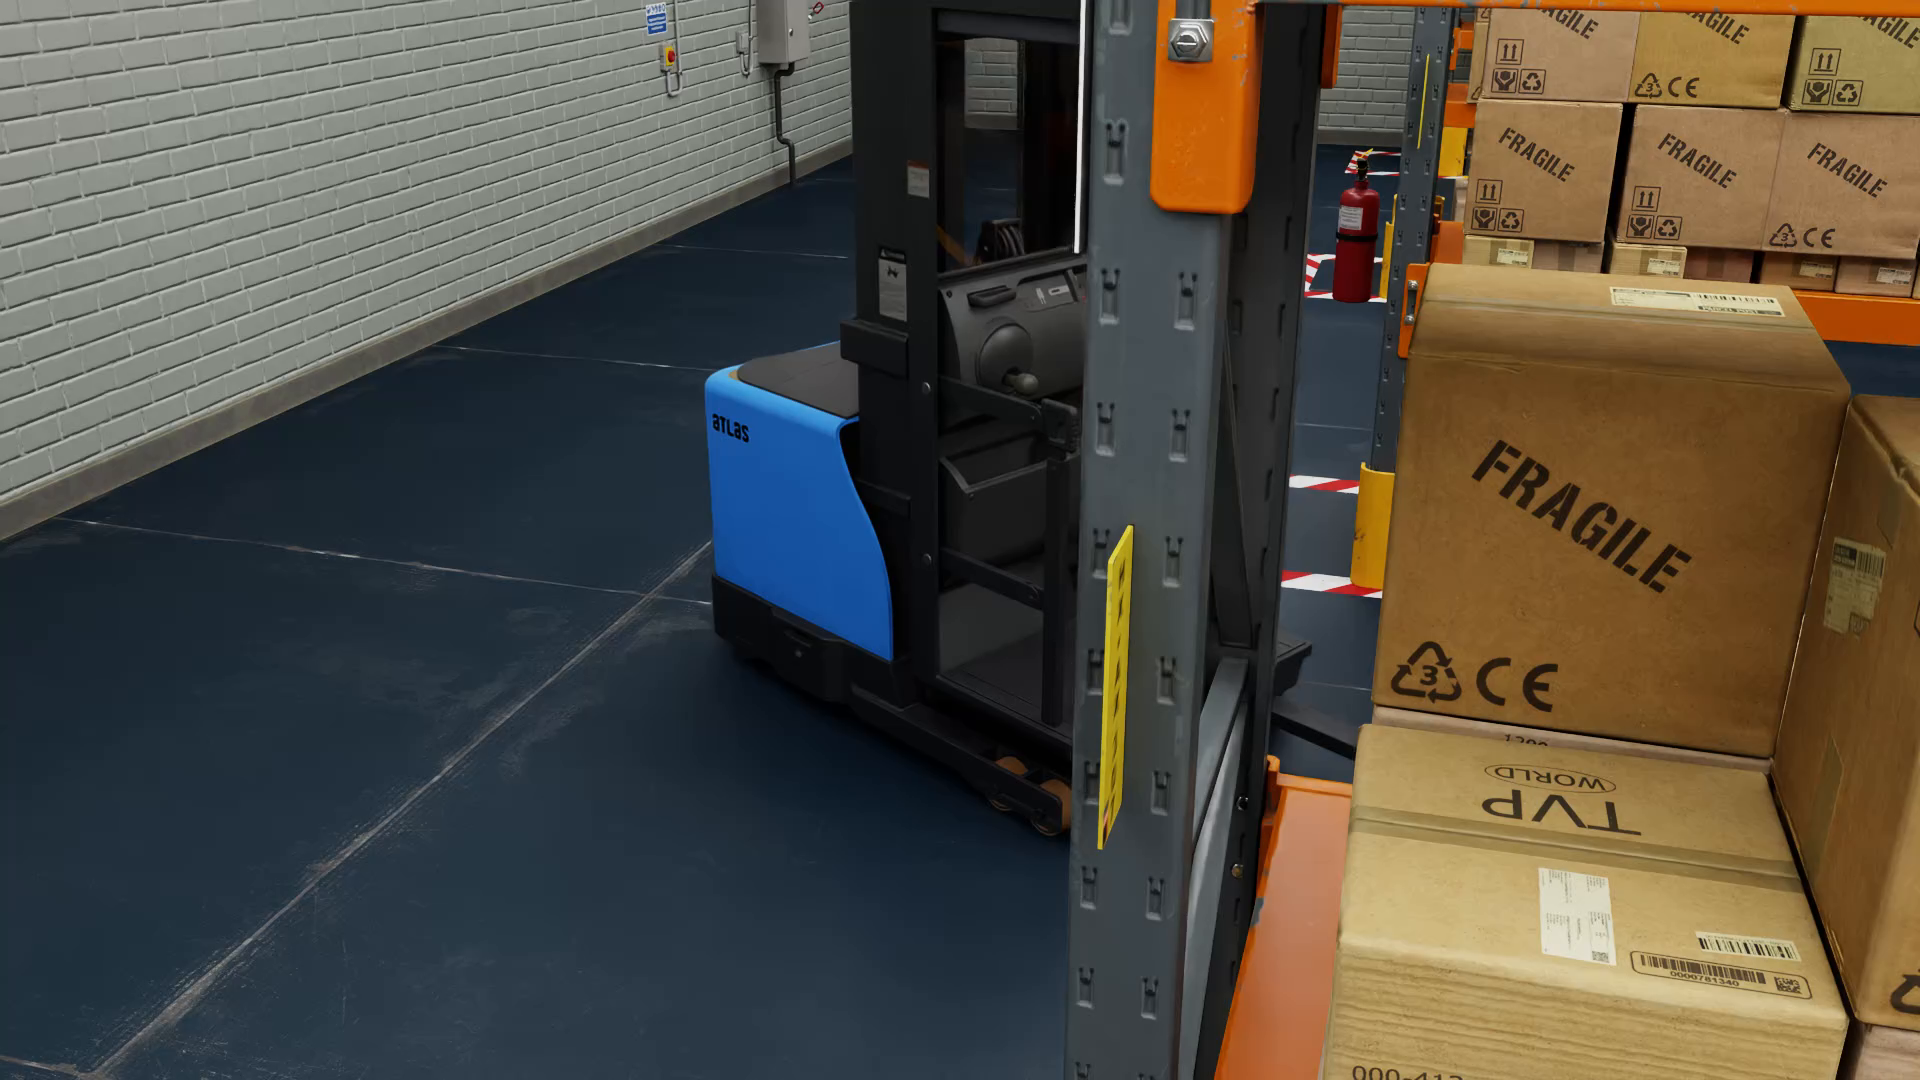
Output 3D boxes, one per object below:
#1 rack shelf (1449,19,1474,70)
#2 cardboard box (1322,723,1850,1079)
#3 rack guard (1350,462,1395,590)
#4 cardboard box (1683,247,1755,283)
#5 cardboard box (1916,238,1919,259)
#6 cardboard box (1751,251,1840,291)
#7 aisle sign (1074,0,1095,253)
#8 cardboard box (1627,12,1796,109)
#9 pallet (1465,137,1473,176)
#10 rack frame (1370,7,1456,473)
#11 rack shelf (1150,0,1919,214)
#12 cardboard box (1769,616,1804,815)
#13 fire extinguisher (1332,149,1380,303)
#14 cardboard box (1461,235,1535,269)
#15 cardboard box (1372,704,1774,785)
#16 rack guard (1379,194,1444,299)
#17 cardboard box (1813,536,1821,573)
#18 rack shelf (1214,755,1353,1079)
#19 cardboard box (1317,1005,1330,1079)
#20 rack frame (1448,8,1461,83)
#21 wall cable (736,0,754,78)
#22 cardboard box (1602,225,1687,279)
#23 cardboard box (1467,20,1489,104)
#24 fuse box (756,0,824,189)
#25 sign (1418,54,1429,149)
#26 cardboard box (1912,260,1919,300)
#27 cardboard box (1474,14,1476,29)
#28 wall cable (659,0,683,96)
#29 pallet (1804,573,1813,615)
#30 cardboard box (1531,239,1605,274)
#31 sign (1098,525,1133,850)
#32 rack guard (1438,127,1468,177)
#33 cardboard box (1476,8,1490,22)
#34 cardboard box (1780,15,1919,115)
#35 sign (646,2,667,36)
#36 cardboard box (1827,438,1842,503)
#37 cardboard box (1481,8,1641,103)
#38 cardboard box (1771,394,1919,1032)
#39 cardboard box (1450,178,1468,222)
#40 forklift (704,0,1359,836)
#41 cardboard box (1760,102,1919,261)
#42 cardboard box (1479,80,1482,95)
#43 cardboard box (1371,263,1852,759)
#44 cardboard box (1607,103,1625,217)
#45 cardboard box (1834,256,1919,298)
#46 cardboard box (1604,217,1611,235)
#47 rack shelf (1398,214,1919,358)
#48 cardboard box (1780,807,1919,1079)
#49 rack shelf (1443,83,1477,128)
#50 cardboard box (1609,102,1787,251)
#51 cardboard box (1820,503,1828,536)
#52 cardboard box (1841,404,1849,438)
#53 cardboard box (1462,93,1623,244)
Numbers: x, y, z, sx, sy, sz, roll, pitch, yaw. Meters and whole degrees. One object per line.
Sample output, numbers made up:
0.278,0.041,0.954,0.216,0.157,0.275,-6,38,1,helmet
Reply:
6.532,-4.463,15.146,4.000,0.370,1.077,7,23,16,rack shelf
0.706,0.472,1.973,0.500,0.250,0.500,6,23,14,cardboard box
1.927,-0.237,7.189,0.348,0.500,1.175,7,23,16,rack guard
2.855,-1.091,6.307,0.250,0.149,0.380,8,24,18,cardboard box
3.679,-1.275,5.902,0.500,0.500,0.500,6,23,14,cardboard box
3.108,-1.052,6.213,0.250,0.149,0.380,6,23,15,cardboard box
0.169,-0.712,1.629,0.004,0.787,0.394,7,23,16,aisle sign
2.692,-1.850,5.986,0.500,0.500,0.500,7,23,17,cardboard box
5.454,-3.630,15.841,1.213,0.211,1.003,7,23,16,pallet
1.854,-1.402,6.735,0.127,3.000,1.000,7,23,16,rack frame
2.240,-0.447,1.402,4.000,0.370,1.077,7,23,16,rack shelf
1.351,0.333,2.310,0.500,0.250,0.500,6,23,15,cardboard box
1.746,-1.389,7.297,0.183,0.674,0.296,7,23,16,fire extinguisher
2.070,-1.131,6.406,0.250,0.149,0.380,6,23,15,cardboard box
0.865,0.278,2.446,0.500,0.250,0.500,6,23,15,cardboard box
3.164,-2.058,11.627,0.348,0.500,1.175,7,23,16,rack guard
3.262,-0.019,6.566,0.250,0.149,0.380,7,23,16,cardboard box
2.240,0.941,1.971,4.000,0.370,1.077,7,23,16,rack shelf
0.569,0.664,2.029,0.250,0.149,0.380,7,23,16,cardboard box
4.618,-5.015,15.544,0.127,3.000,1.000,7,23,16,rack frame
-1.819,-4.808,13.699,0.122,1.984,0.588,7,23,16,wall cable
2.567,-1.069,6.255,0.250,0.149,0.380,6,23,14,cardboard box
3.564,-3.101,10.745,0.500,0.500,0.500,6,23,15,cardboard box
-1.471,-3.972,14.699,0.414,1.711,0.539,7,23,16,fuse box
1.698,-1.605,6.090,0.005,0.325,0.100,7,23,16,sign
3.578,-0.979,6.034,0.250,0.149,0.380,7,23,17,cardboard box
4.853,-4.763,15.261,0.250,0.149,0.380,6,23,15,cardboard box
-2.218,-4.306,12.434,0.123,1.953,0.585,7,23,16,wall cable
3.859,0.133,6.668,1.213,0.211,1.003,7,23,16,pallet
2.325,-1.118,6.374,0.250,0.149,0.380,7,23,17,cardboard box
0.159,0.153,1.699,0.005,0.325,0.100,7,23,16,sign
4.690,-3.850,15.998,0.348,0.500,1.175,7,23,16,rack guard
3.565,-3.564,10.557,0.500,0.500,0.500,6,23,14,cardboard box
3.184,-1.785,5.827,0.500,0.500,0.500,6,23,14,cardboard box
-2.290,-3.935,12.555,0.001,0.218,0.327,7,23,16,sign
3.285,-0.280,6.419,0.250,0.149,0.380,7,23,18,cardboard box
2.207,-1.903,6.115,0.500,0.500,0.500,6,23,15,cardboard box
1.185,0.180,1.697,0.500,0.500,0.500,6,23,14,cardboard box
3.848,-2.184,11.465,0.875,0.438,0.875,6,23,14,cardboard box
0.452,-0.675,5.054,1.130,2.935,3.031,-20,29,-39,forklift
3.189,-1.328,6.032,0.500,0.500,0.500,7,23,16,cardboard box
2.359,-1.630,6.767,0.500,0.500,0.500,7,23,17,cardboard box
0.867,-0.068,2.301,0.500,0.500,0.500,7,23,16,cardboard box
2.850,-1.572,6.625,0.500,0.500,0.500,6,23,15,cardboard box
3.336,-1.015,6.122,0.250,0.149,0.380,6,23,14,cardboard box
2.720,-1.290,6.793,0.250,0.149,0.380,6,23,15,cardboard box
3.769,-0.850,6.337,4.000,0.370,1.077,7,23,16,rack shelf
1.206,0.526,1.840,0.500,0.250,0.500,6,23,15,cardboard box
5.102,-2.659,10.749,4.000,0.370,1.077,7,23,16,rack shelf
2.724,-1.387,6.174,0.500,0.500,0.500,7,23,16,cardboard box
3.283,-0.157,6.511,0.250,0.149,0.380,5,23,13,cardboard box
3.666,-0.426,6.775,0.250,0.149,0.380,6,23,14,cardboard box
2.204,-1.436,6.295,0.500,0.500,0.500,8,24,18,cardboard box
